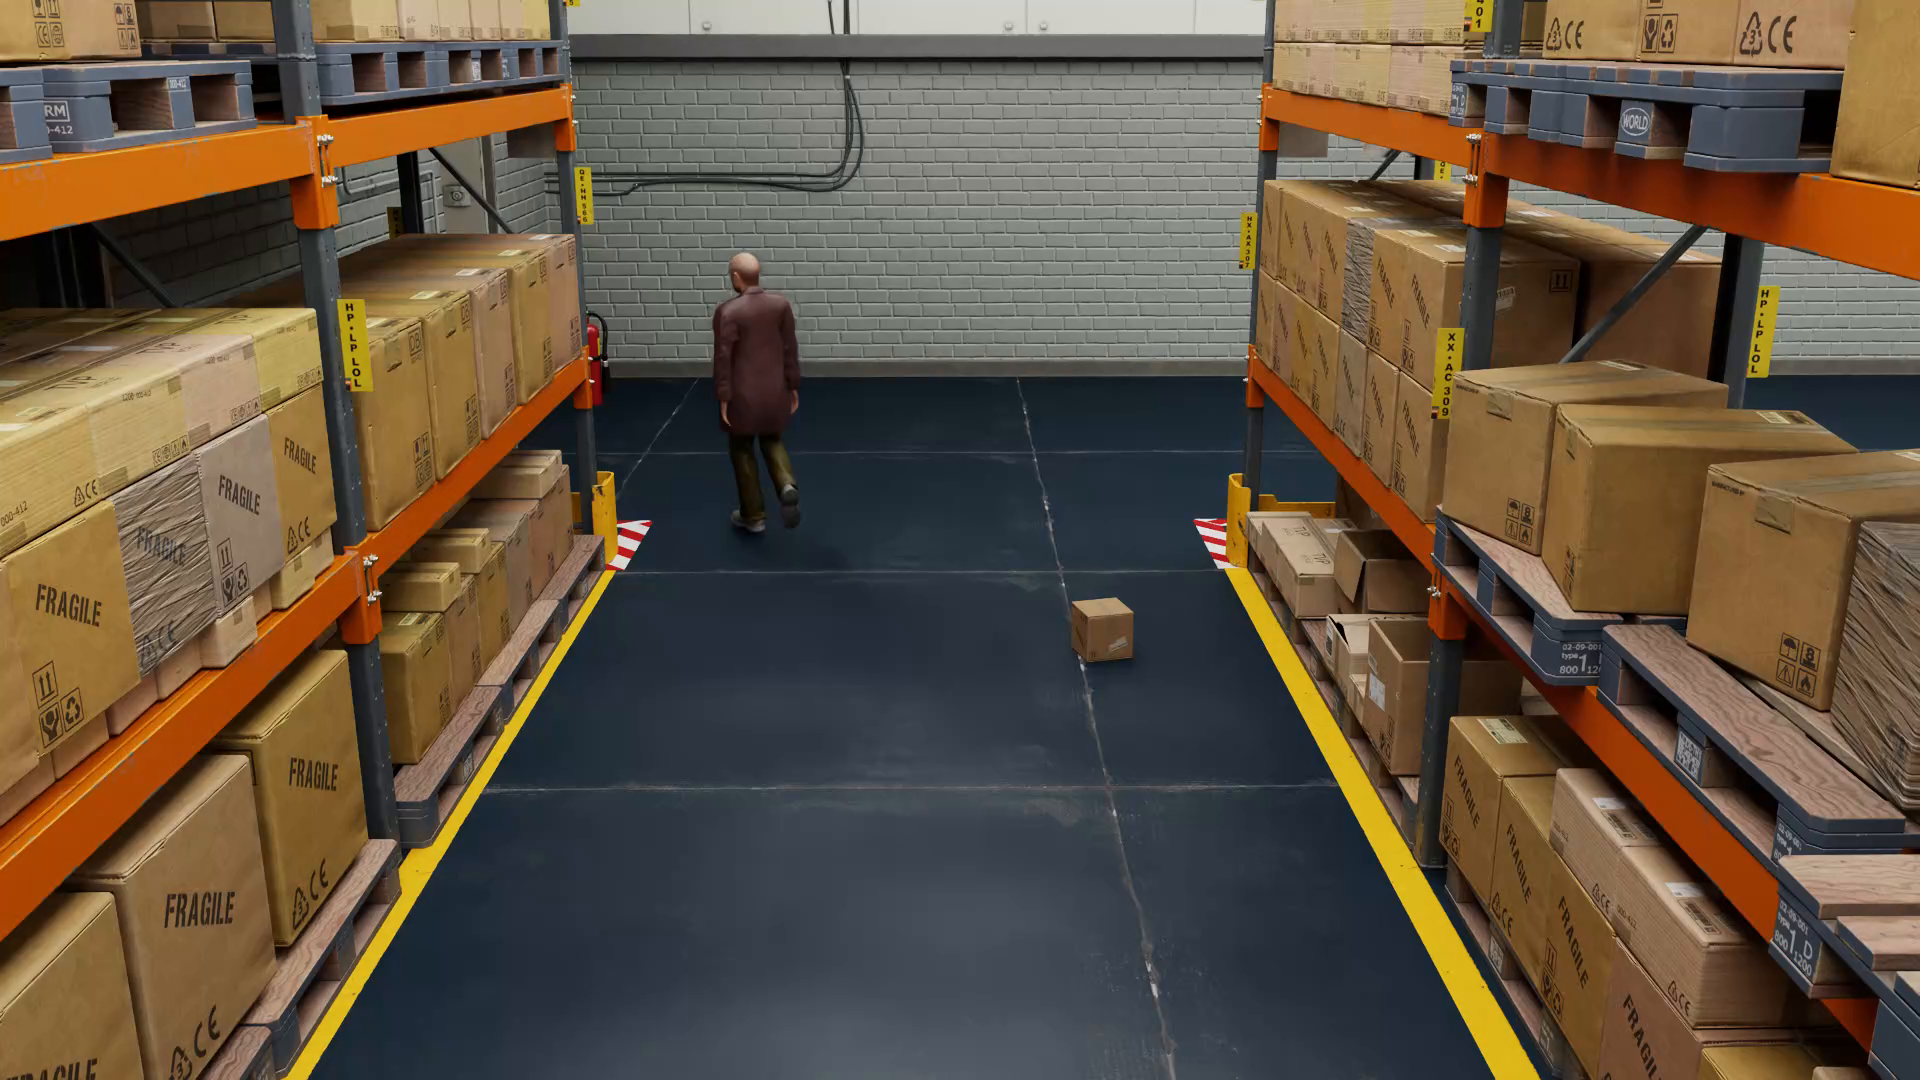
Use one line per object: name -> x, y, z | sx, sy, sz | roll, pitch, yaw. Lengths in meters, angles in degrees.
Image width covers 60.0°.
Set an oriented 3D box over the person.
person -> -1.266, -0.917, 10.485 | 0.608, 1.769, 0.595 | -10, 20, -31
